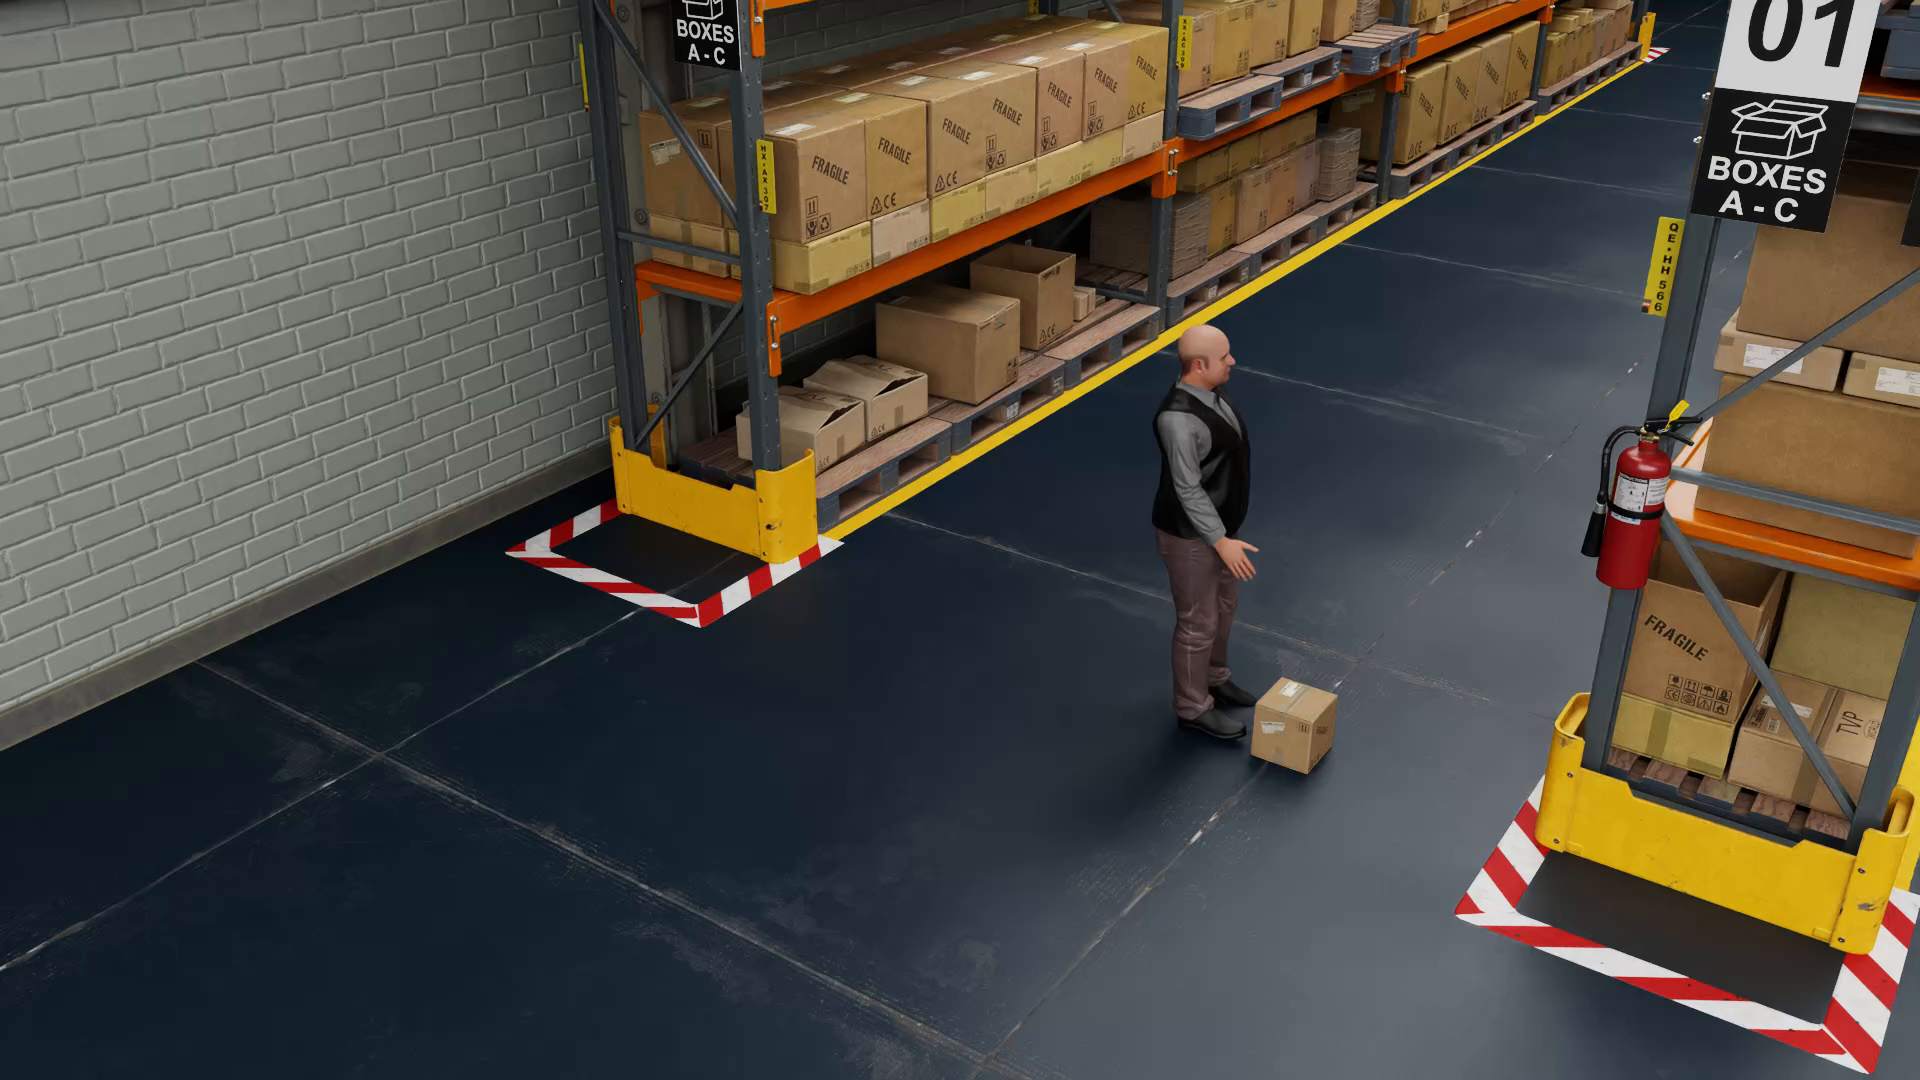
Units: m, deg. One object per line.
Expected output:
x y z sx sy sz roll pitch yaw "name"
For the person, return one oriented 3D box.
1.011 -0.013 6.671 0.480 1.759 0.559 12 29 22 "person"
